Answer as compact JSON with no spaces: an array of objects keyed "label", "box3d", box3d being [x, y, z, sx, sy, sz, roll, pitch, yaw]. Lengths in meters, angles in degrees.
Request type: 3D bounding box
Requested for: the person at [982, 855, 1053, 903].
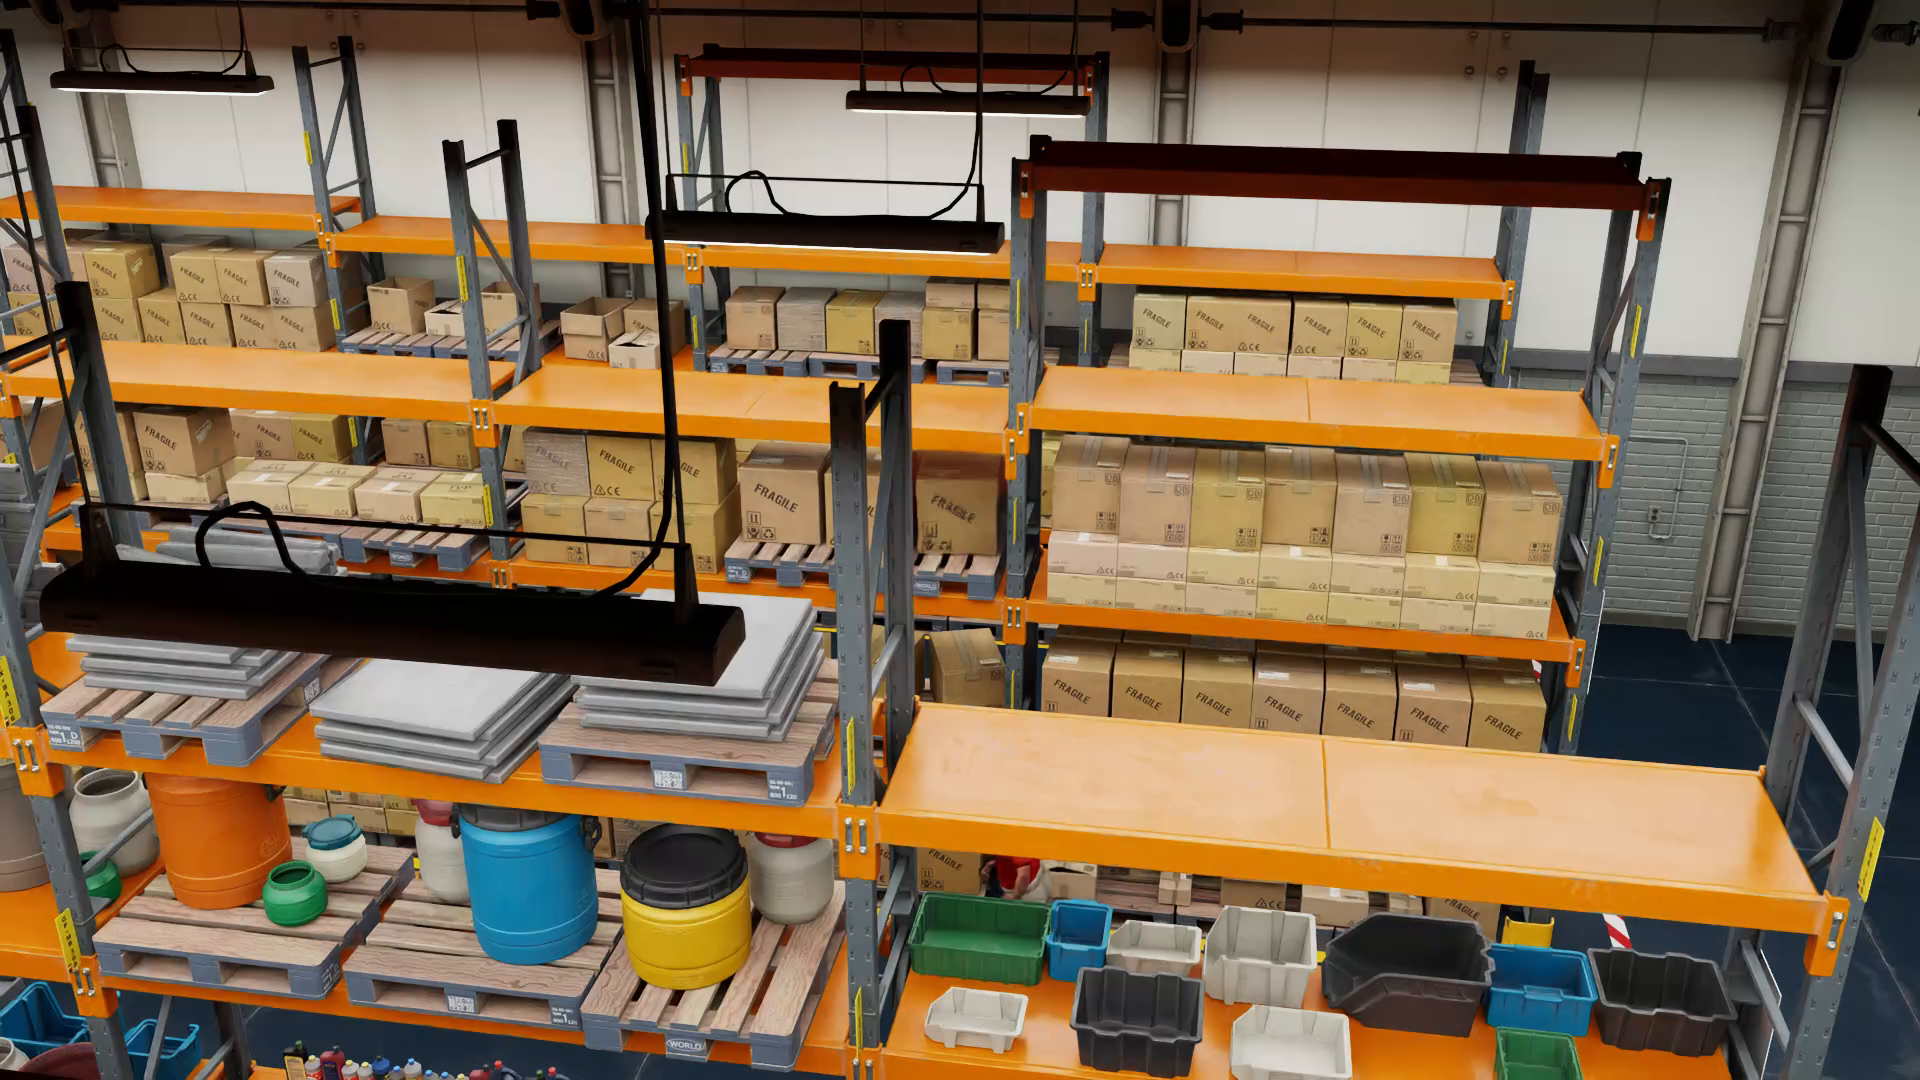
[{"label":"person","box3d":[0.479,2.541,12.042,0.734,1.599,0.709,7,24,16]}]
